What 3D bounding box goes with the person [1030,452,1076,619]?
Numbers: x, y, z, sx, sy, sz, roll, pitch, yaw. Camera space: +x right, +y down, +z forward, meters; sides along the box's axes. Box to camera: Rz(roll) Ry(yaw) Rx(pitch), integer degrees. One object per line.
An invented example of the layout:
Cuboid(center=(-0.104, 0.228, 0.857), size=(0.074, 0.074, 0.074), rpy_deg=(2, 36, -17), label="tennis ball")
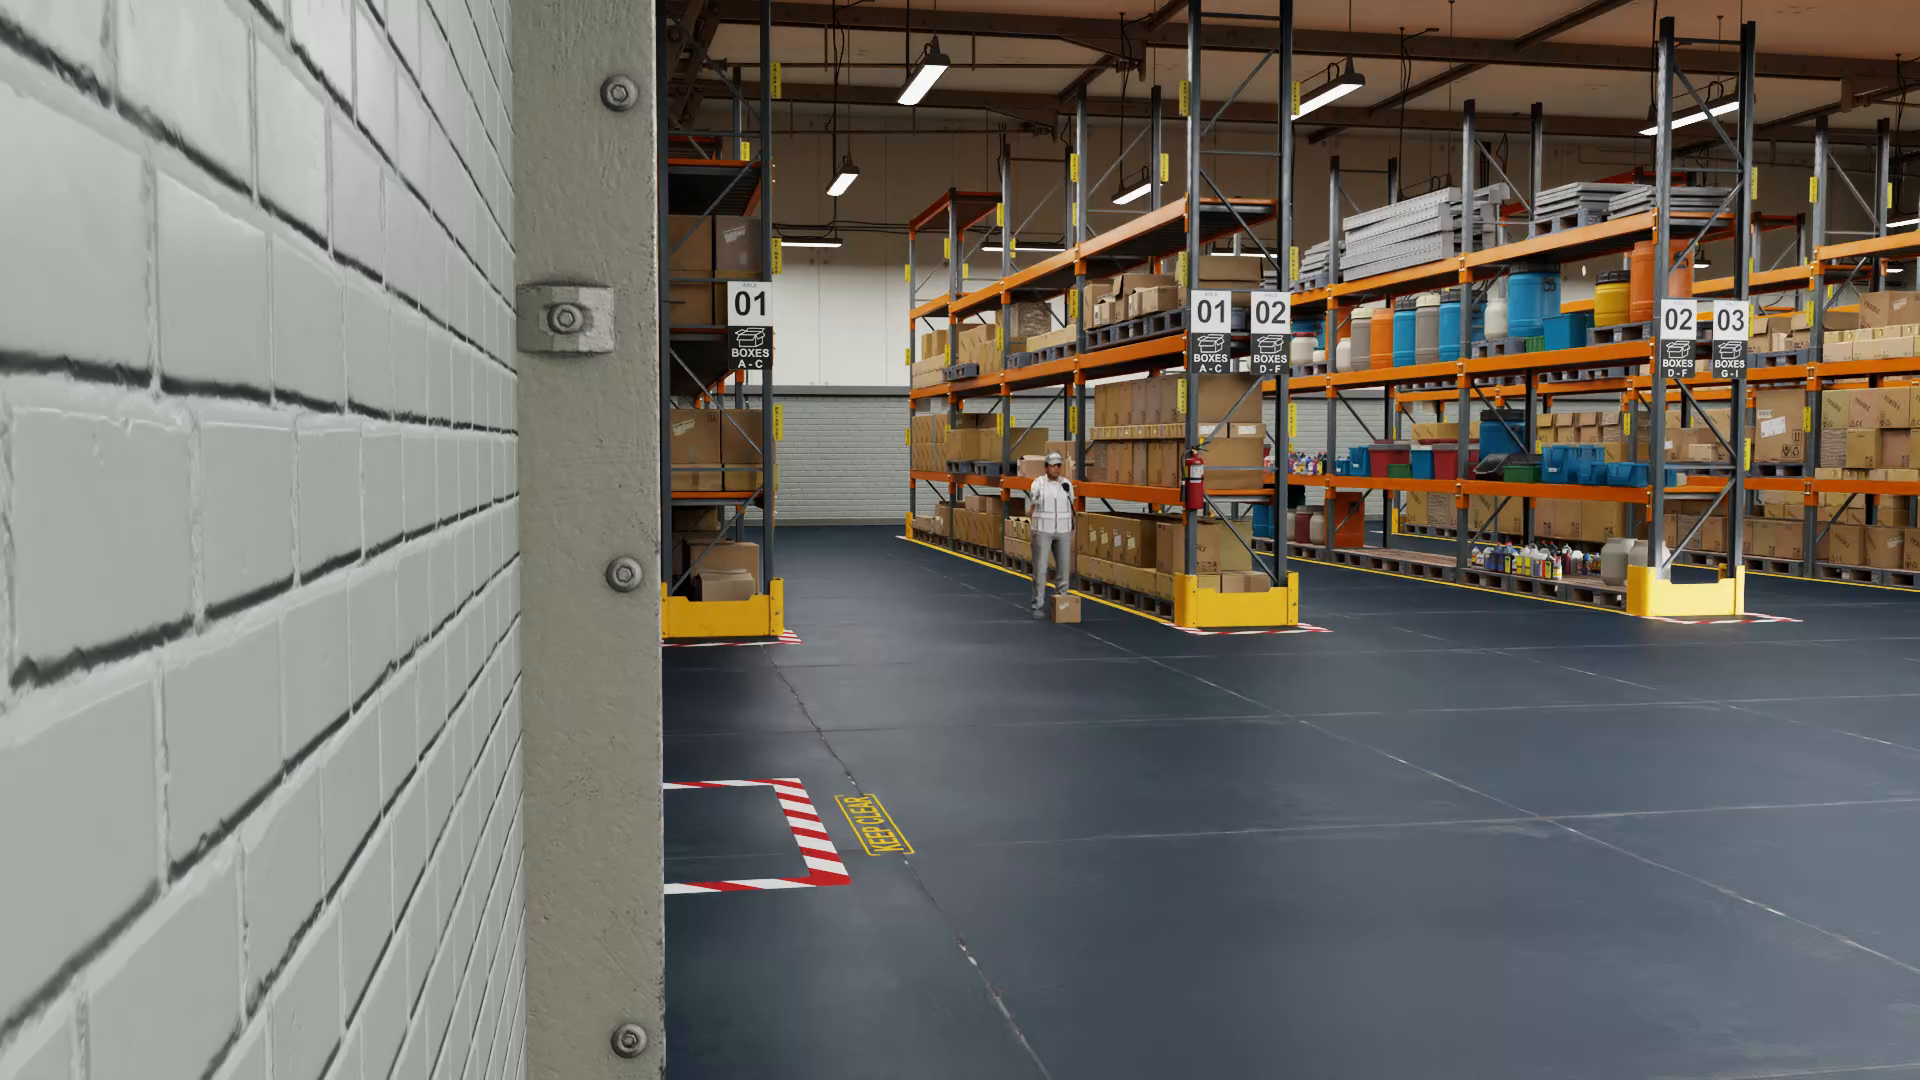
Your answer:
Cuboid(center=(0.943, -0.047, 16.773), size=(0.469, 1.671, 0.392), rpy_deg=(-1, 3, -12), label="person")
